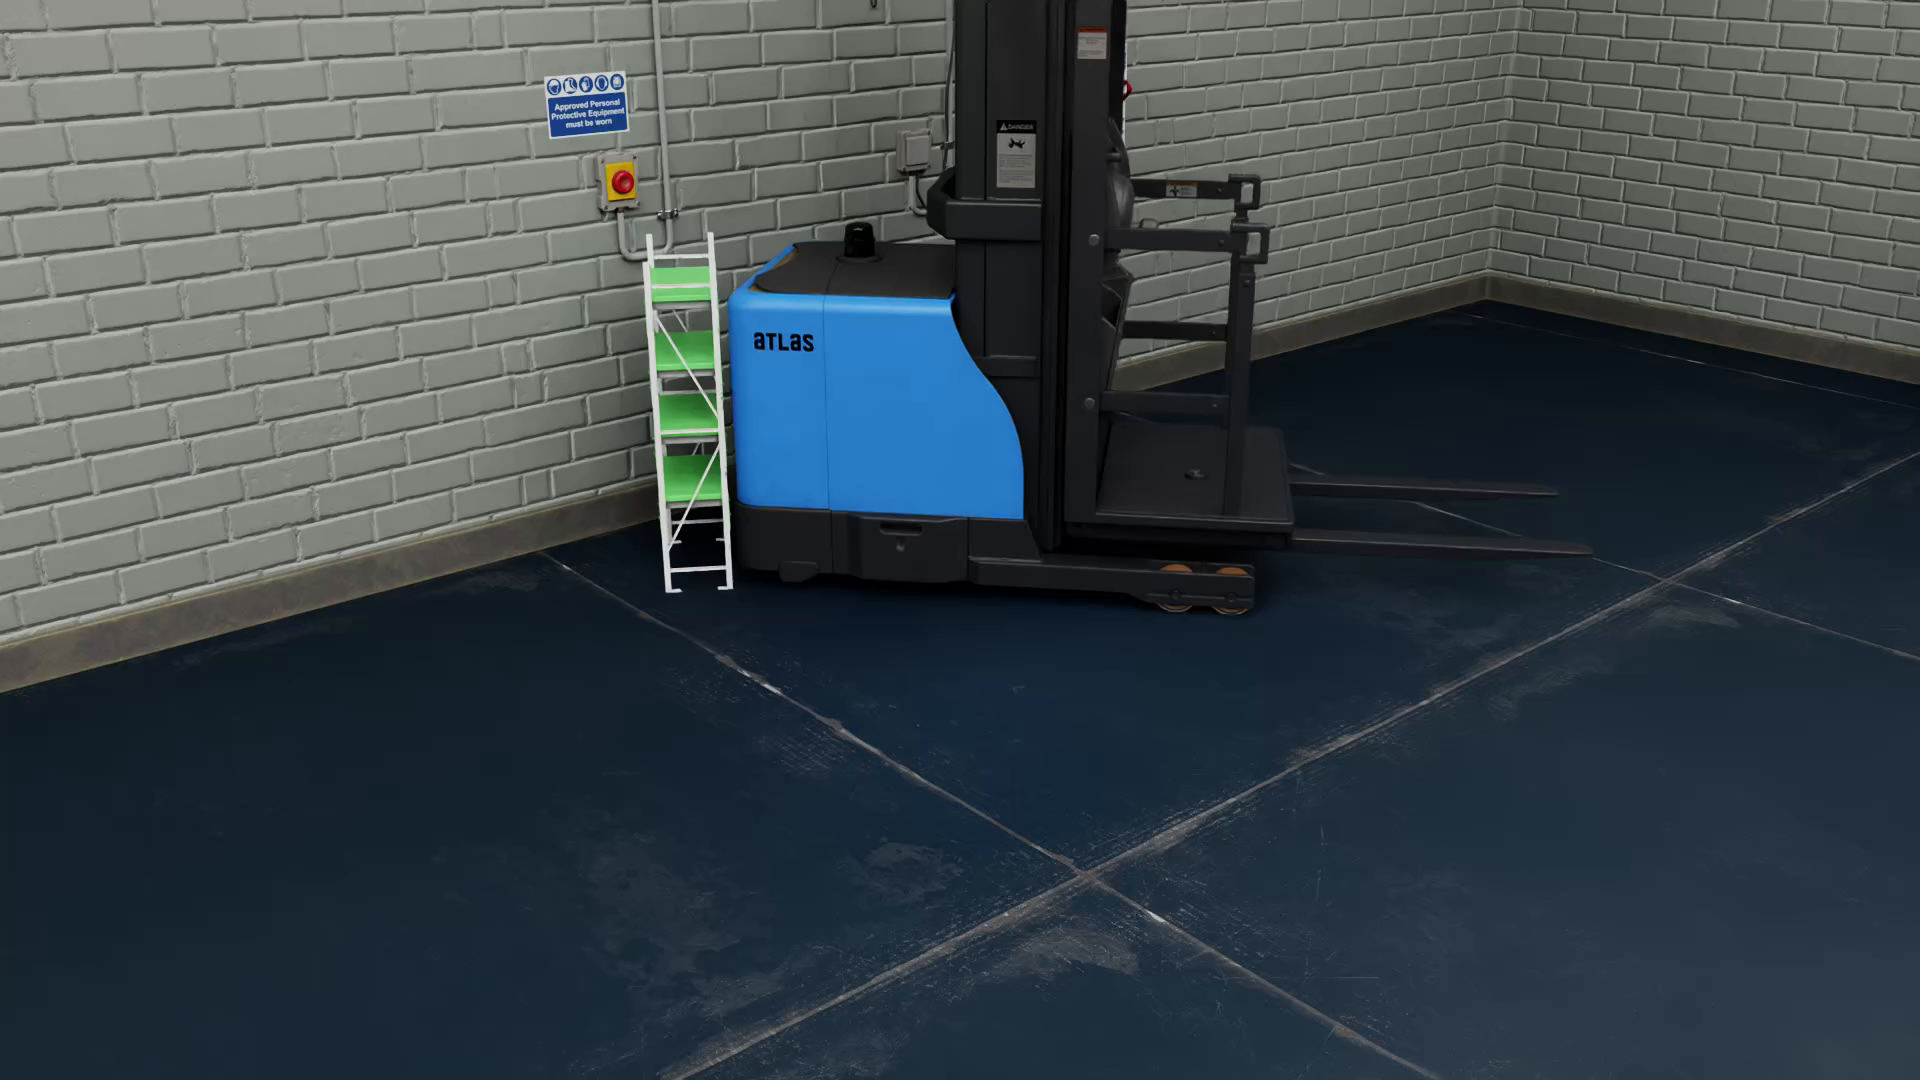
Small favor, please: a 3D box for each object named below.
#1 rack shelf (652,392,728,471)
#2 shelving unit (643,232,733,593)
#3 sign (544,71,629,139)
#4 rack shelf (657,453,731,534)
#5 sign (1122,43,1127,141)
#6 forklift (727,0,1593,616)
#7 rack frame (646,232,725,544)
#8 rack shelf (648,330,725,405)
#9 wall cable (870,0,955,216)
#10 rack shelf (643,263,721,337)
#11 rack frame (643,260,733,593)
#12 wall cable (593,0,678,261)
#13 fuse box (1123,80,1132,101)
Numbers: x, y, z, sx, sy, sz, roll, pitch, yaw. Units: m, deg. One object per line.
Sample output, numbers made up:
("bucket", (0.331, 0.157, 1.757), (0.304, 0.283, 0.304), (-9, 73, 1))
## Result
("rack shelf", (-0.980, -0.405, 6.049), (0.258, 0.148, 0.480), (-3, 22, -8))
("shelving unit", (-0.980, -0.465, 6.026), (0.258, 1.200, 0.503), (-3, 22, -8))
("sign", (-1.351, -1.579, 6.033), (0.327, 0.218, 0.001), (-17, 27, -37))
("rack shelf", (-0.980, -0.182, 6.136), (0.258, 0.148, 0.480), (-3, 22, -8))
("sign", (0.651, -2.038, 7.706), (0.329, 0.494, 0.001), (-17, 27, -37))
("forklift", (0.740, -1.307, 5.803), (3.031, 2.935, 1.130), (3, 22, 7))
("rack frame", (-1.017, -0.553, 6.250), (0.240, 1.200, 0.015), (-3, 22, -8))
("rack shelf", (-0.980, -0.629, 5.961), (0.258, 0.148, 0.480), (-3, 22, -8))
("wall cable", (-0.208, -2.262, 6.753), (0.588, 1.984, 0.122), (-17, 27, -37))
("rack shelf", (-0.980, -0.852, 5.874), (0.258, 0.148, 0.480), (-3, 22, -8))
("rack frame", (-0.943, -0.377, 5.801), (0.240, 1.200, 0.015), (-3, 22, -8))
("wall cable", (-1.274, -1.936, 5.877), (0.585, 1.953, 0.123), (-17, 27, -37))
("fuse box", (0.412, -1.308, 7.477), (0.539, 1.711, 0.414), (-17, 27, -37))
